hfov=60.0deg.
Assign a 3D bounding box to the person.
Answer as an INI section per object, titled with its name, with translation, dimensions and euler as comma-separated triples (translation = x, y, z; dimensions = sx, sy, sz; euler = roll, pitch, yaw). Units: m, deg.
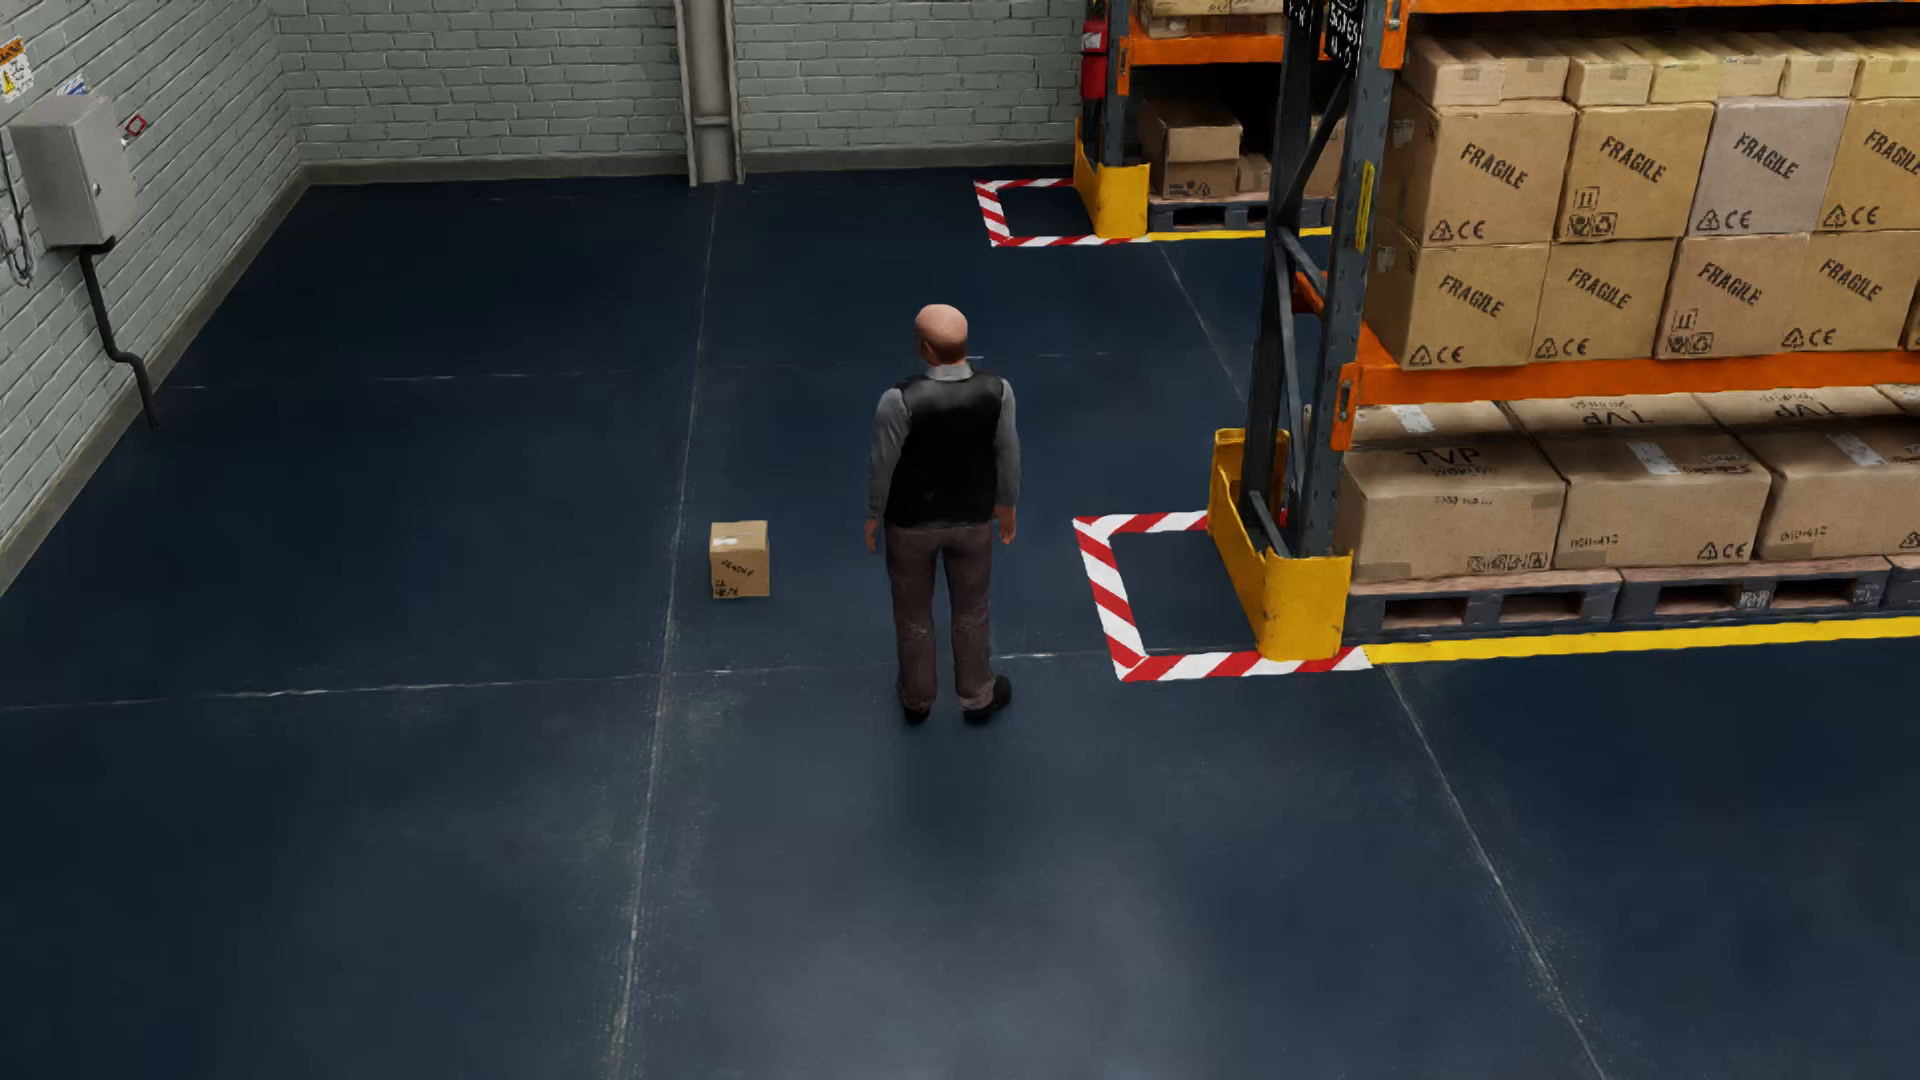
[person]
translation = -0.067, -0.083, 6.246
dimensions = 0.591, 1.732, 0.385
euler = -7, 32, -12
